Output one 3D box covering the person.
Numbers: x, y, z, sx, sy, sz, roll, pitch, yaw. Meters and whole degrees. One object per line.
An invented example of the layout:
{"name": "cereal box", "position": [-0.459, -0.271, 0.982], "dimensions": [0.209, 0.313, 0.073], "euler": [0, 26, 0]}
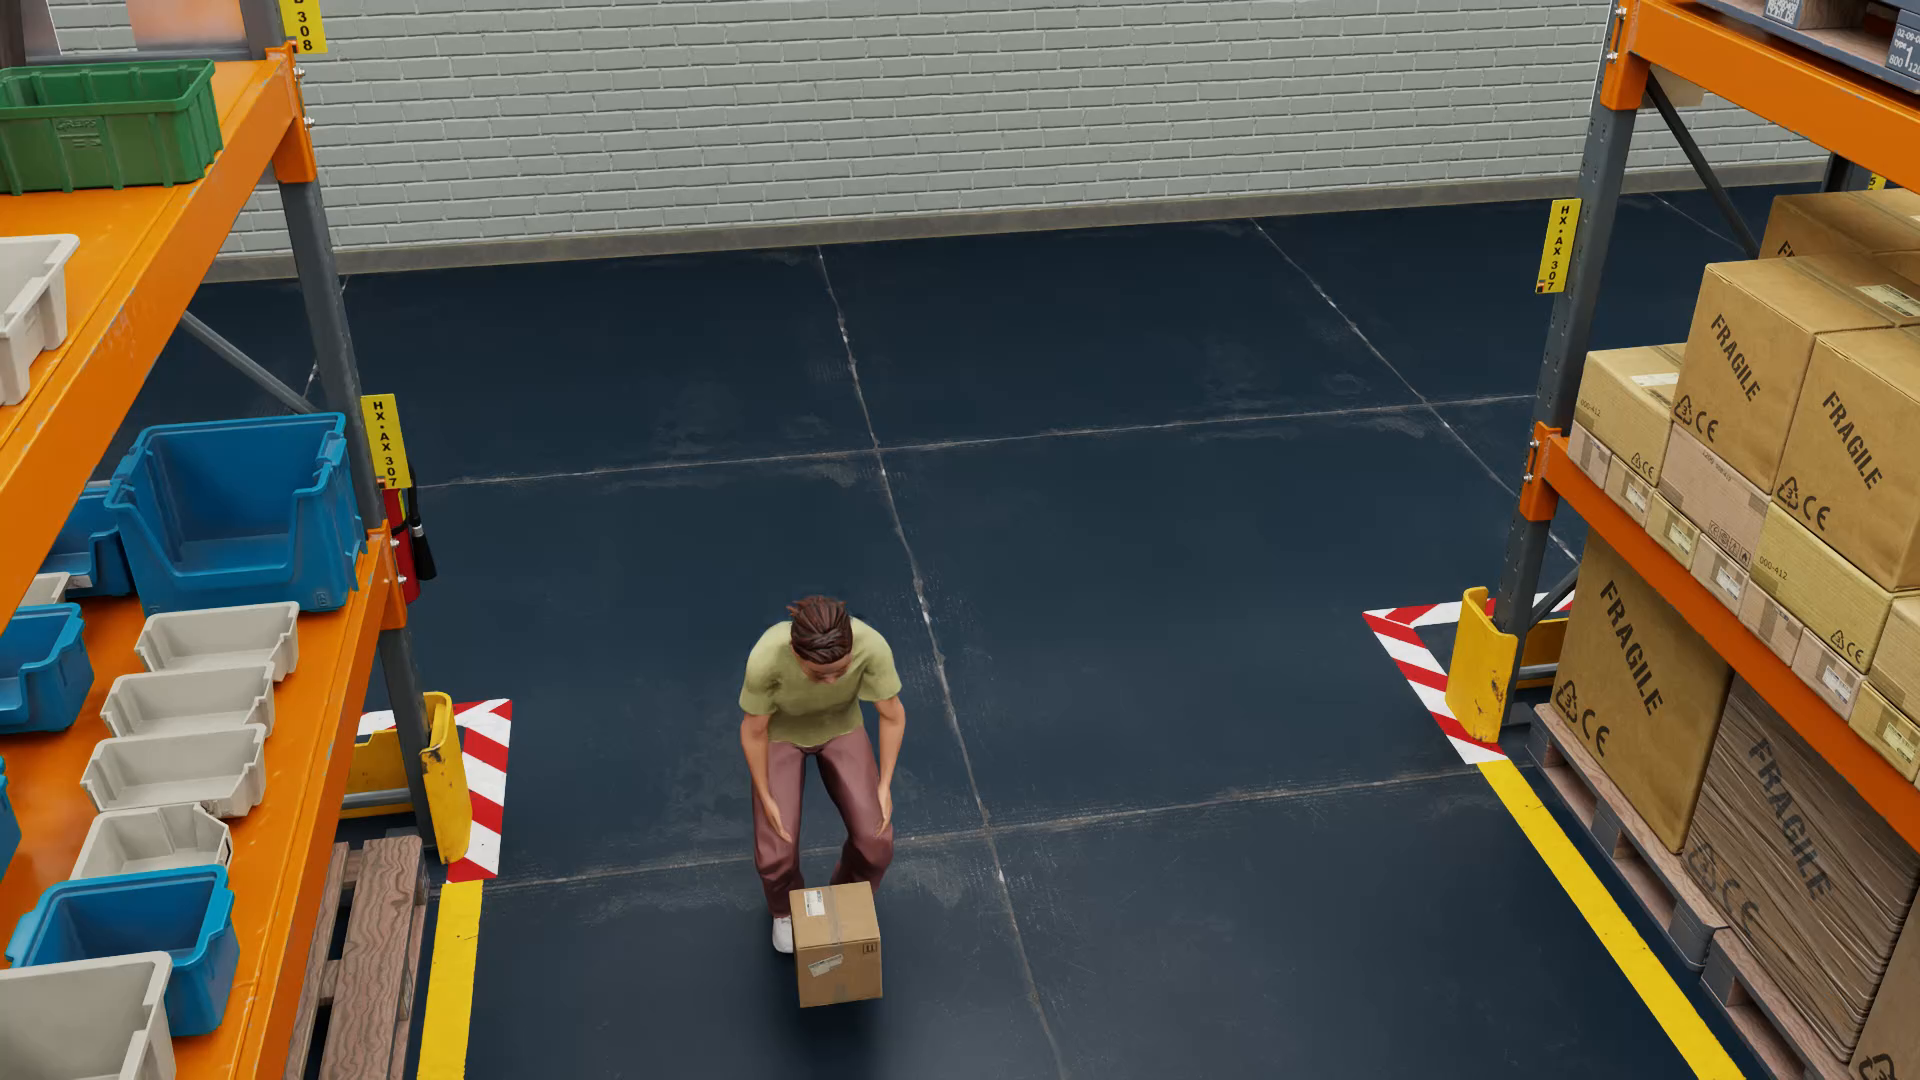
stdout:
{"name": "person", "position": [-0.427, 0.696, 5.224], "dimensions": [0.508, 1.418, 0.615], "euler": [-5, 31, -9]}
